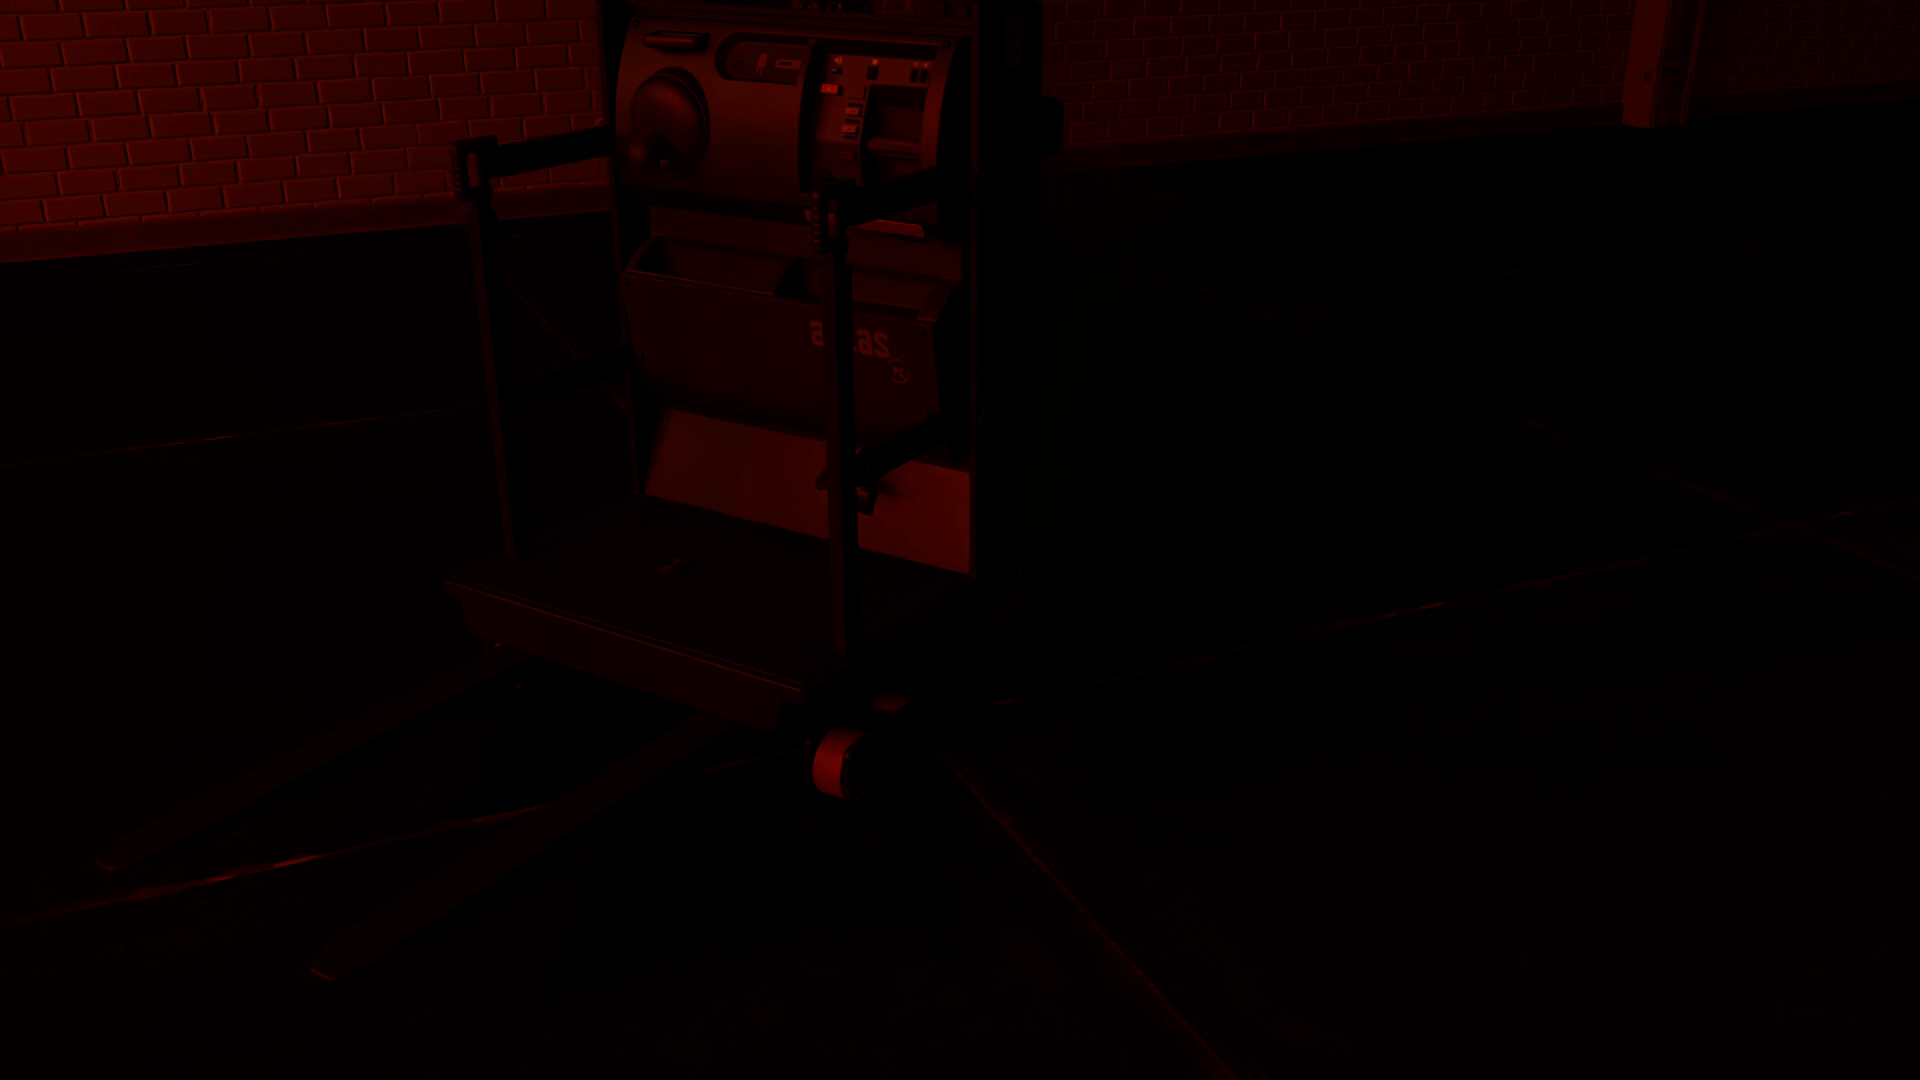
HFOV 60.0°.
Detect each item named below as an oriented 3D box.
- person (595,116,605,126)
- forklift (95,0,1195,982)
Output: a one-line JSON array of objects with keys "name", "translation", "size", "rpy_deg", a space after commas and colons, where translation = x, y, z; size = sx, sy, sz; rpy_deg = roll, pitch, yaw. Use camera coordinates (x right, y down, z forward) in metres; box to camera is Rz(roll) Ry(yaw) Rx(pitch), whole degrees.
[{"name": "person", "translation": [-0.624, -0.921, 5.565], "size": [0.839, 1.406, 1.278], "rpy_deg": [-11, 25, -24]}, {"name": "forklift", "translation": [-0.526, -0.976, 3.635], "size": [1.130, 2.935, 3.031], "rpy_deg": [13, 26, 29]}]
